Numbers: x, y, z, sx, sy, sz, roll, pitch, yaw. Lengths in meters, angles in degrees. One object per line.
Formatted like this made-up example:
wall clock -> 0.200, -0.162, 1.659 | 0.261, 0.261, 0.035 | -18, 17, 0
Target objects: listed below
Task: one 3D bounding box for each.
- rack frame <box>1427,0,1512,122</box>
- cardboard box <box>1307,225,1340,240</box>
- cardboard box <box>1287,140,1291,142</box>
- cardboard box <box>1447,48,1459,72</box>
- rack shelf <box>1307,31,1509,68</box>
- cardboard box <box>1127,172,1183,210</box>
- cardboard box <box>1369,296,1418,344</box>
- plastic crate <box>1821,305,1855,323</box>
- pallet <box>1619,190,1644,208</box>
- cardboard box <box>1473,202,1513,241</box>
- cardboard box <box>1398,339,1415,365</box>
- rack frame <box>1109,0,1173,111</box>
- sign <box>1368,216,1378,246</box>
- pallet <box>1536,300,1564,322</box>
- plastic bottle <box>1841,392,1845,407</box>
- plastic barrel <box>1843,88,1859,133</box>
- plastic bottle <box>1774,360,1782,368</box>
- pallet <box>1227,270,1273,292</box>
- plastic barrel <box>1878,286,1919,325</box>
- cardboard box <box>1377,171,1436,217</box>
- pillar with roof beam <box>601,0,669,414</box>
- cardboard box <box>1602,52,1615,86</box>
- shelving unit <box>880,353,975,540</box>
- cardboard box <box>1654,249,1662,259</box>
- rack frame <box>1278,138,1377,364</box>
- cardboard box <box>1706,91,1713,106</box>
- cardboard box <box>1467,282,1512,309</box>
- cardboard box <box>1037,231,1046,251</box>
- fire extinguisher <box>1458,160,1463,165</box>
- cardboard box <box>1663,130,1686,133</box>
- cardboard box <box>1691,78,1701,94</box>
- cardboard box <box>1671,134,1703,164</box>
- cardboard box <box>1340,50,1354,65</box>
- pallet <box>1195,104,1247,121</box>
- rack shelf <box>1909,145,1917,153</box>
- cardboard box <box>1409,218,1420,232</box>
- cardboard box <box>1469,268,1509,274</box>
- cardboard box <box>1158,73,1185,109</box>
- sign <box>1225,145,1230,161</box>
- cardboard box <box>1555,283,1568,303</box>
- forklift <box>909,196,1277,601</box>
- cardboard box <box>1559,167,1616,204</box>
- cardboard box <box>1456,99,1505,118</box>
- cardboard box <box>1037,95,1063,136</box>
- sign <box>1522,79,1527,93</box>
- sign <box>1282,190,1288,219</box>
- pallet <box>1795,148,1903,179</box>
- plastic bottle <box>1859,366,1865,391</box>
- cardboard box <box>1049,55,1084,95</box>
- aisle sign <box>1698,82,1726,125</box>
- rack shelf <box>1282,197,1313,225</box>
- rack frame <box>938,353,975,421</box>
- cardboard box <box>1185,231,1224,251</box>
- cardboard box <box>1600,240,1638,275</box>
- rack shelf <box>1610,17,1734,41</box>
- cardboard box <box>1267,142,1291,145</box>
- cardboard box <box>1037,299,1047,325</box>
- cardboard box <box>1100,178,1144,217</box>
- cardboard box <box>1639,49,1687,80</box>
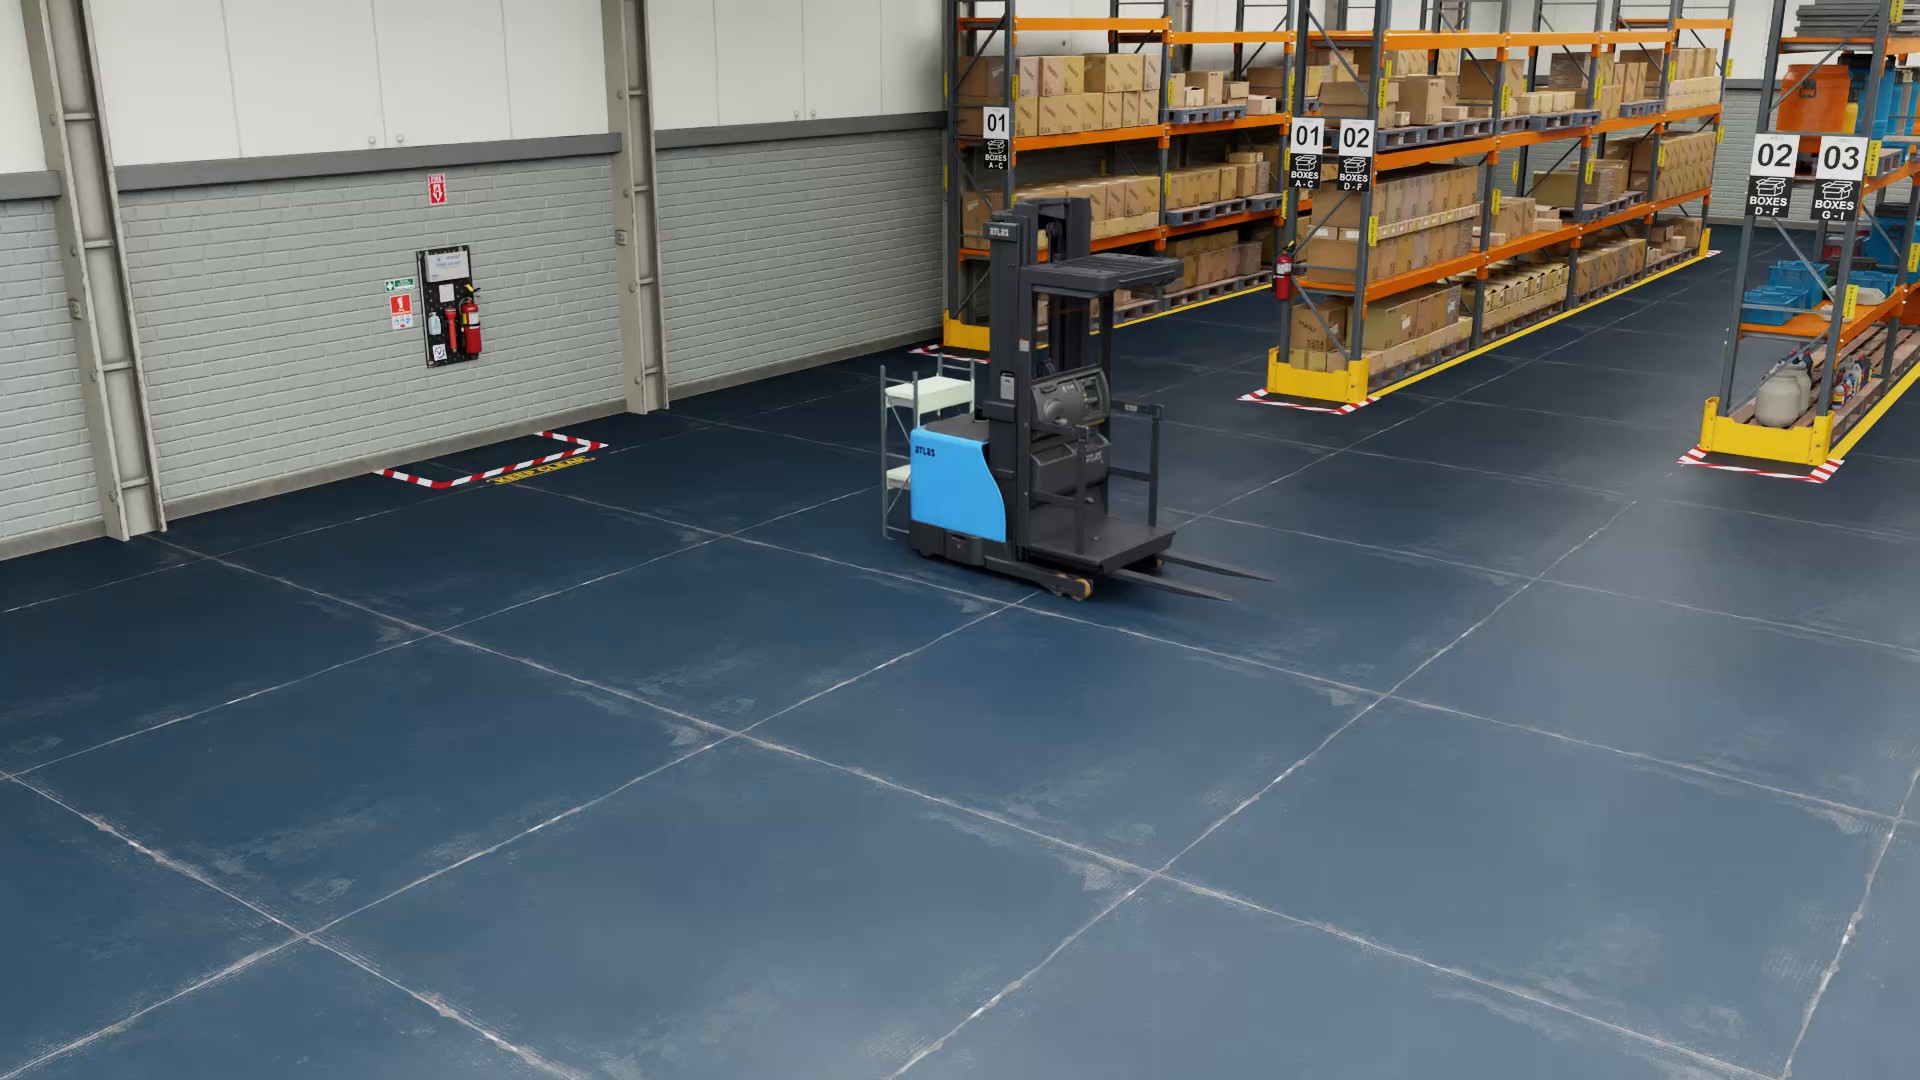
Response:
rack frame -> 6.635, -6.979, 21.544 | 1.000, 3.000, 0.127 | 12, 21, 35
cardboard box -> 4.326, -3.644, 19.657 | 0.380, 0.149, 0.250 | 12, 21, 34
cardboard box -> 6.022, -7.018, 29.818 | 0.500, 0.250, 0.500 | 12, 21, 33
cardboard box -> 9.587, -9.591, 33.126 | 0.500, 0.500, 0.500 | 12, 21, 35
rack shelf -> 5.443, -5.968, 20.176 | 1.077, 0.370, 4.000 | 12, 21, 35
cardboard box -> 2.985, -5.362, 25.541 | 0.700, 0.500, 0.500 | 12, 21, 35
cardboard box -> 5.333, -2.736, 20.661 | 0.500, 0.500, 0.500 | 12, 21, 35
plastic crate -> 9.019, -2.316, 17.087 | 0.298, 0.136, 0.250 | 12, 21, 35
pallet -> 10.837, -5.757, 28.048 | 1.003, 0.211, 1.213 | 12, 21, 35
cardboard box -> 7.419, -4.467, 23.403 | 0.500, 0.500, 0.500 | 14, 22, 39
cardboard box -> 5.343, -2.376, 20.765 | 0.500, 0.250, 0.500 | 12, 21, 35
rack frame -> 2.654, -7.854, 24.360 | 1.000, 3.000, 0.127 | 12, 21, 35
sign -> 4.693, -3.513, 18.906 | 0.100, 0.325, 0.005 | 12, 21, 35
pallet -> 8.496, -3.546, 25.306 | 1.003, 0.211, 1.213 | 12, 21, 35
plastic bottle -> 9.619, -1.560, 18.187 | 0.097, 0.201, 0.097 | 0, 17, 0
plastic barrel -> 8.804, -4.302, 16.956 | 0.600, 0.588, 0.600 | 0, 17, 0
plastic bottle -> 9.320, -1.874, 18.944 | 0.144, 0.351, 0.185 | 13, 22, 37
pallet -> 4.571, -4.424, 28.133 | 1.003, 0.211, 1.213 | 12, 21, 35
plastic barrel -> 13.272, -3.474, 23.325 | 0.600, 0.830, 0.708 | 12, 21, 35
cardboard box -> 5.478, -4.316, 20.728 | 0.700, 0.500, 0.500 | 12, 21, 35
pillar with roof beam -> -0.125, -5.031, 15.270 | 9.100, 9.000, 0.400 | 12, 21, 35
cardboard box -> 9.891, -7.370, 26.007 | 0.500, 0.500, 0.500 | 12, 21, 35
shelving unit -> -0.268, -0.783, 14.235 | 0.431, 1.500, 0.755 | 14, 22, 38
cardboard box -> 12.332, -5.146, 29.793 | 0.380, 0.166, 0.250 | 12, 21, 35
rack frame -> 4.251, -3.161, 19.366 | 1.000, 3.000, 0.127 | 12, 21, 35
cardboard box -> 13.383, -8.047, 30.294 | 0.500, 0.250, 0.500 | 12, 21, 35
cardboard box -> 7.383, -3.442, 23.253 | 0.500, 0.311, 0.500 | 12, 21, 34
cardboard box -> 0.816, -4.034, 22.395 | 0.500, 0.250, 0.500 | 12, 21, 33
fire extinguisher -> 10.264, -7.586, 34.374 | 0.296, 0.674, 0.183 | 12, 21, 35
cardboard box -> 13.308, -7.438, 31.284 | 0.500, 0.500, 0.500 | 13, 22, 36
cardboard box -> 12.792, -8.047, 29.450 | 0.500, 0.250, 0.500 | 12, 21, 35
cardboard box -> 13.135, -7.098, 30.189 | 0.500, 0.500, 0.500 | 13, 22, 36
cardboard box -> 6.791, -8.756, 30.149 | 0.500, 0.250, 0.500 | 14, 22, 39
pallet -> 3.723, -6.707, 26.043 | 1.213, 0.211, 1.003 | 12, 21, 35
rack shelf -> 11.802, -4.803, 20.808 | 1.077, 0.370, 4.000 | 12, 21, 35
cardboard box -> 5.424, -3.881, 20.422 | 0.380, 0.149, 0.250 | 12, 21, 34
cardboard box -> 7.858, -3.902, 24.732 | 0.500, 0.311, 0.500 | 12, 21, 33
cardboard box -> 3.044, -6.785, 25.102 | 0.500, 0.500, 0.500 | 16, 24, 42
sign -> 4.590, -6.592, 28.459 | 0.100, 0.325, 0.005 | 12, 21, 35
cardboard box -> 8.900, -3.786, 25.305 | 0.500, 0.250, 0.500 | 13, 21, 36
forklift -> 1.029, -1.112, 12.881 | 3.031, 2.935, 1.130 | 14, 22, 38
cardboard box -> 10.001, -5.669, 26.565 | 0.500, 0.500, 0.700 | -15, 23, -40
cardboard box -> 7.009, -5.821, 22.416 | 0.500, 0.250, 0.500 | 15, 23, 40
cardboard box -> 1.019, -5.683, 22.225 | 0.500, 0.500, 0.500 | 14, 22, 38
sign -> 8.583, -6.843, 25.291 | 0.100, 0.325, 0.005 | 12, 21, 35
sign -> 3.824, -3.927, 19.479 | 0.100, 0.325, 0.005 | 12, 21, 35
pallet -> 8.799, -3.807, 16.707 | 1.003, 0.211, 1.213 | 12, 21, 35
plastic bottle -> 10.280, -1.855, 18.996 | 0.061, 0.283, 0.133 | 14, 22, 38
cardboard box -> 1.331, -6.287, 22.484 | 0.500, 0.500, 0.500 | 13, 22, 36
aisle sign -> 14.071, -8.176, 31.130 | 0.394, 0.787, 0.004 | 12, 21, 35
rack shelf -> 6.229, -6.074, 29.959 | 1.077, 0.370, 4.000 | 12, 21, 35
rack frame -> -0.031, -0.866, 14.501 | 0.400, 1.500, 0.023 | 14, 22, 38
cardboard box -> 3.958, -4.887, 27.131 | 0.500, 0.250, 0.500 | 12, 21, 34
cardboard box -> 11.036, -4.751, 27.959 | 0.500, 0.500, 0.500 | 13, 21, 35
rack shelf -> 12.593, -9.016, 29.321 | 1.077, 0.370, 4.000 | 12, 21, 35
cardboard box -> 5.719, -6.897, 29.427 | 0.500, 0.250, 0.500 | 12, 21, 33
cardboard box -> 1.095, -3.247, 23.432 | 0.500, 0.311, 0.500 | 15, 22, 39
cardboard box -> 2.328, -4.997, 24.233 | 0.500, 0.500, 0.500 | 12, 21, 34
cardboard box -> 12.072, -8.194, 28.659 | 0.700, 0.500, 0.500 | 12, 21, 35
